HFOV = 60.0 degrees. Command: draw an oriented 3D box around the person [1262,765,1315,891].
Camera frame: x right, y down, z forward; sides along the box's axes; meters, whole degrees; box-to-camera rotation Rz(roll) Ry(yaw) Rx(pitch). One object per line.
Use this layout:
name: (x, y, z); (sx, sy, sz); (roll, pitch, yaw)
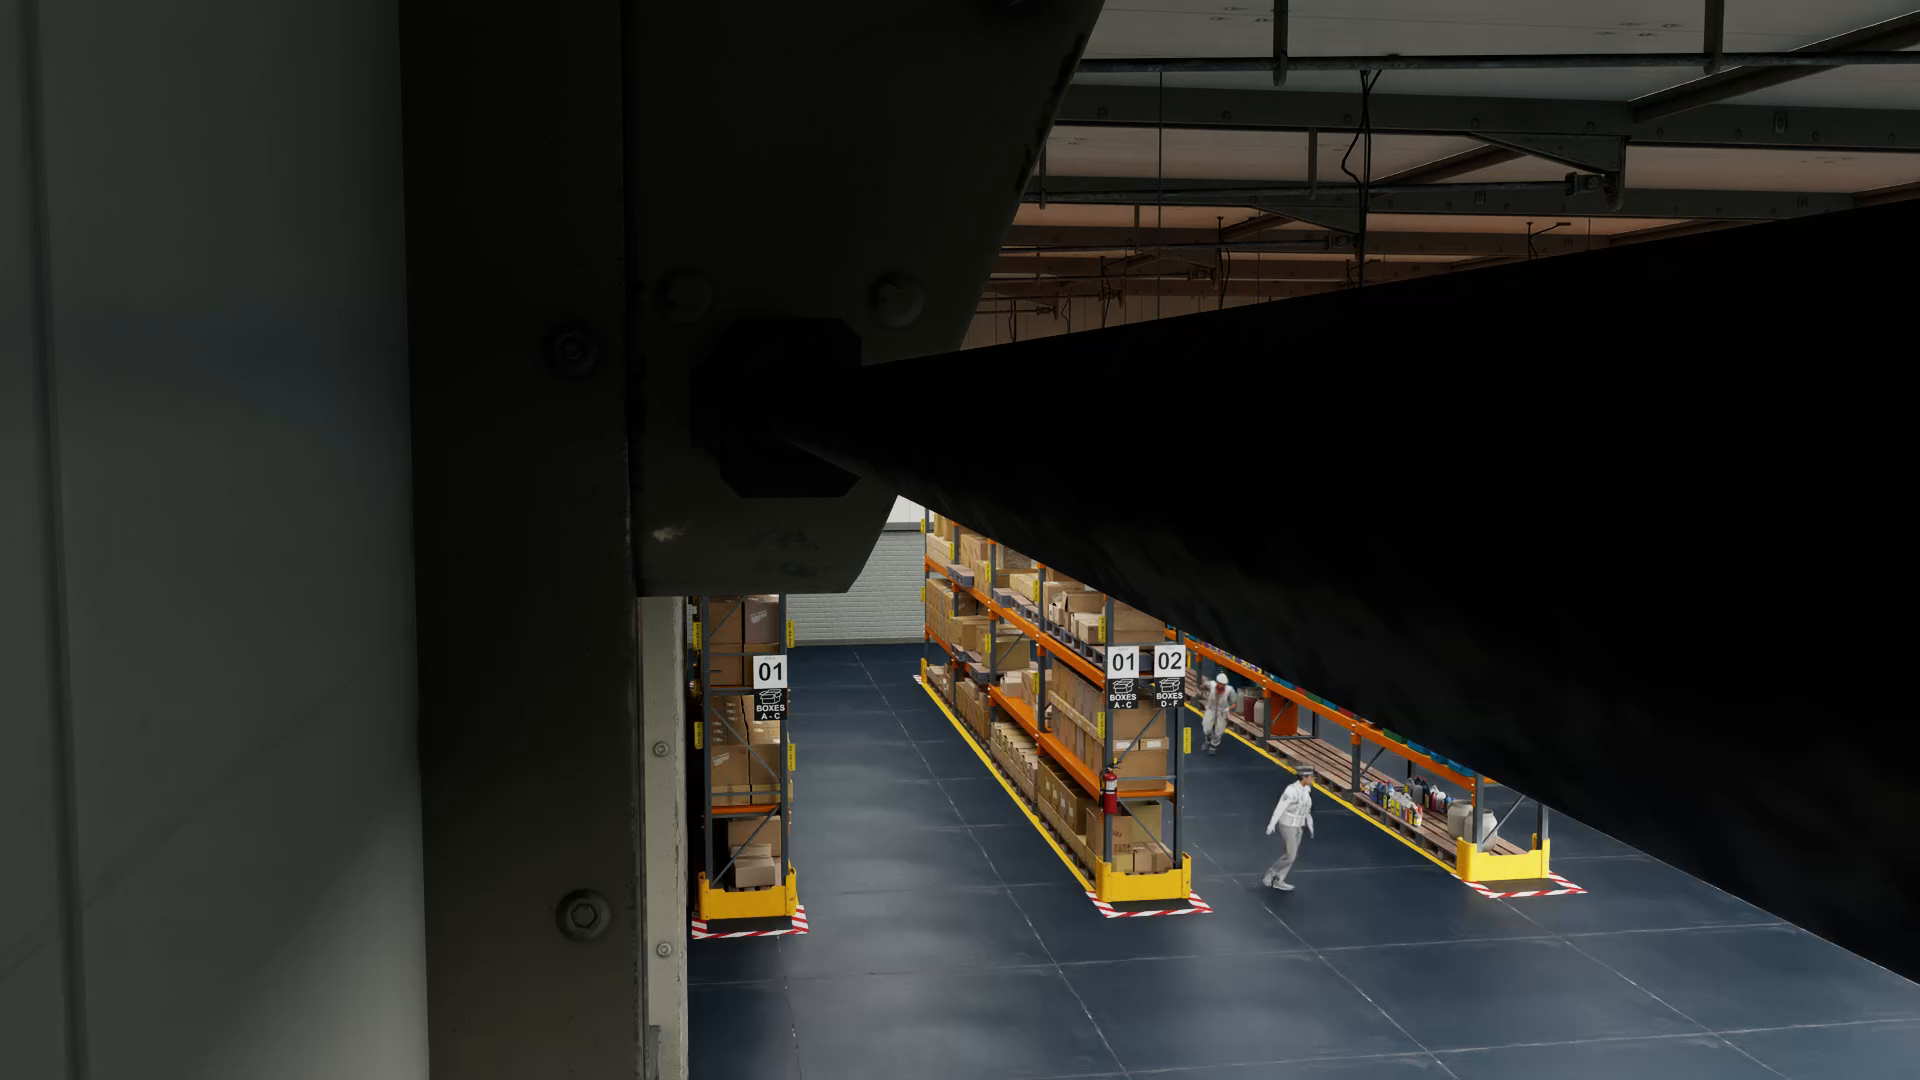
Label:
person: (4.212, 3.664, 21.191); (0.545, 1.630, 0.633); (4, 7, 42)

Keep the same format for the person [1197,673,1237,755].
person: (4.439, 3.017, 28.793); (0.708, 1.535, 1.004); (1, 5, 10)
